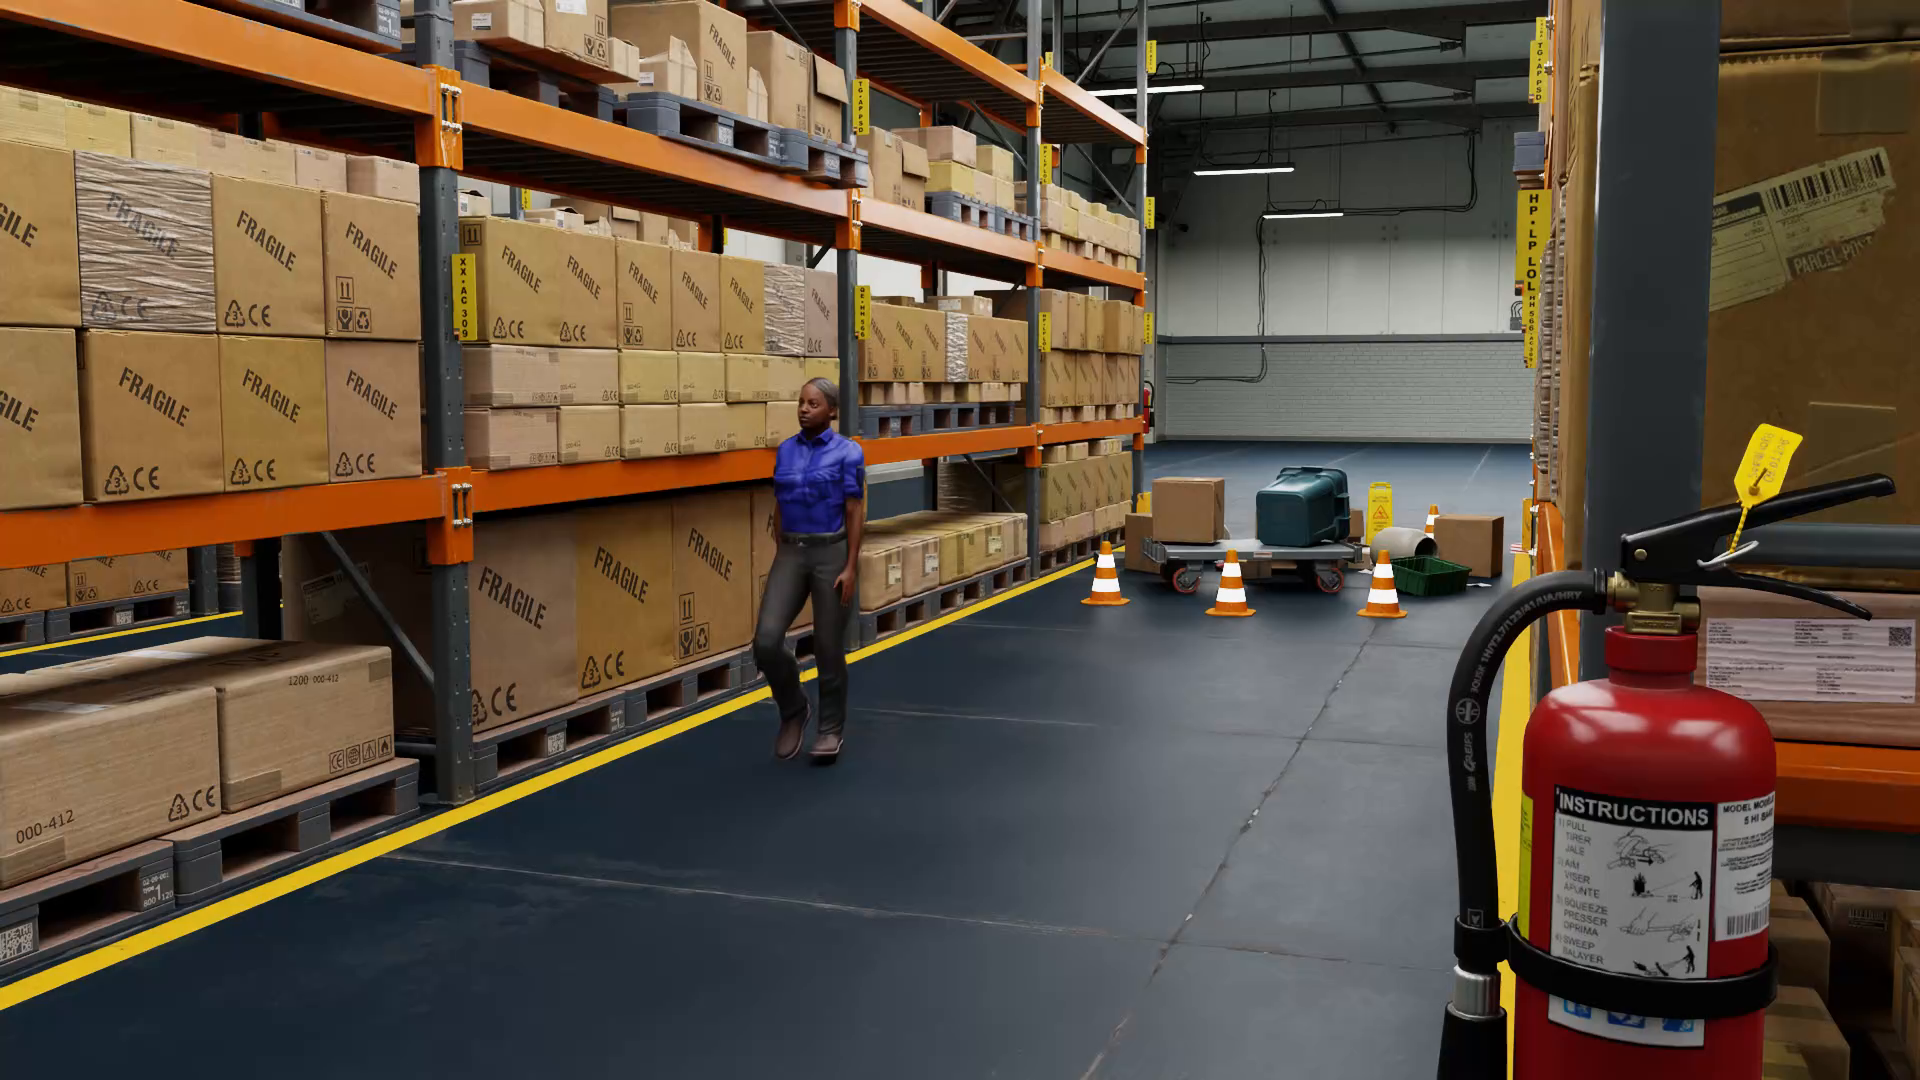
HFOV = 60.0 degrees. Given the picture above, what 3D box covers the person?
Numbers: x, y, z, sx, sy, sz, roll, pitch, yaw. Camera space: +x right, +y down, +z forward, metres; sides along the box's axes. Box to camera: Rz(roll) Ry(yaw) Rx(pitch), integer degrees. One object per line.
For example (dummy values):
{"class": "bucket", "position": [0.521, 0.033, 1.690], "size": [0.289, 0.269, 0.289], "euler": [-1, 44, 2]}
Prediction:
{"class": "person", "position": [-0.642, 0.138, 7.180], "size": [0.455, 1.679, 0.443], "euler": [2, 6, 18]}
